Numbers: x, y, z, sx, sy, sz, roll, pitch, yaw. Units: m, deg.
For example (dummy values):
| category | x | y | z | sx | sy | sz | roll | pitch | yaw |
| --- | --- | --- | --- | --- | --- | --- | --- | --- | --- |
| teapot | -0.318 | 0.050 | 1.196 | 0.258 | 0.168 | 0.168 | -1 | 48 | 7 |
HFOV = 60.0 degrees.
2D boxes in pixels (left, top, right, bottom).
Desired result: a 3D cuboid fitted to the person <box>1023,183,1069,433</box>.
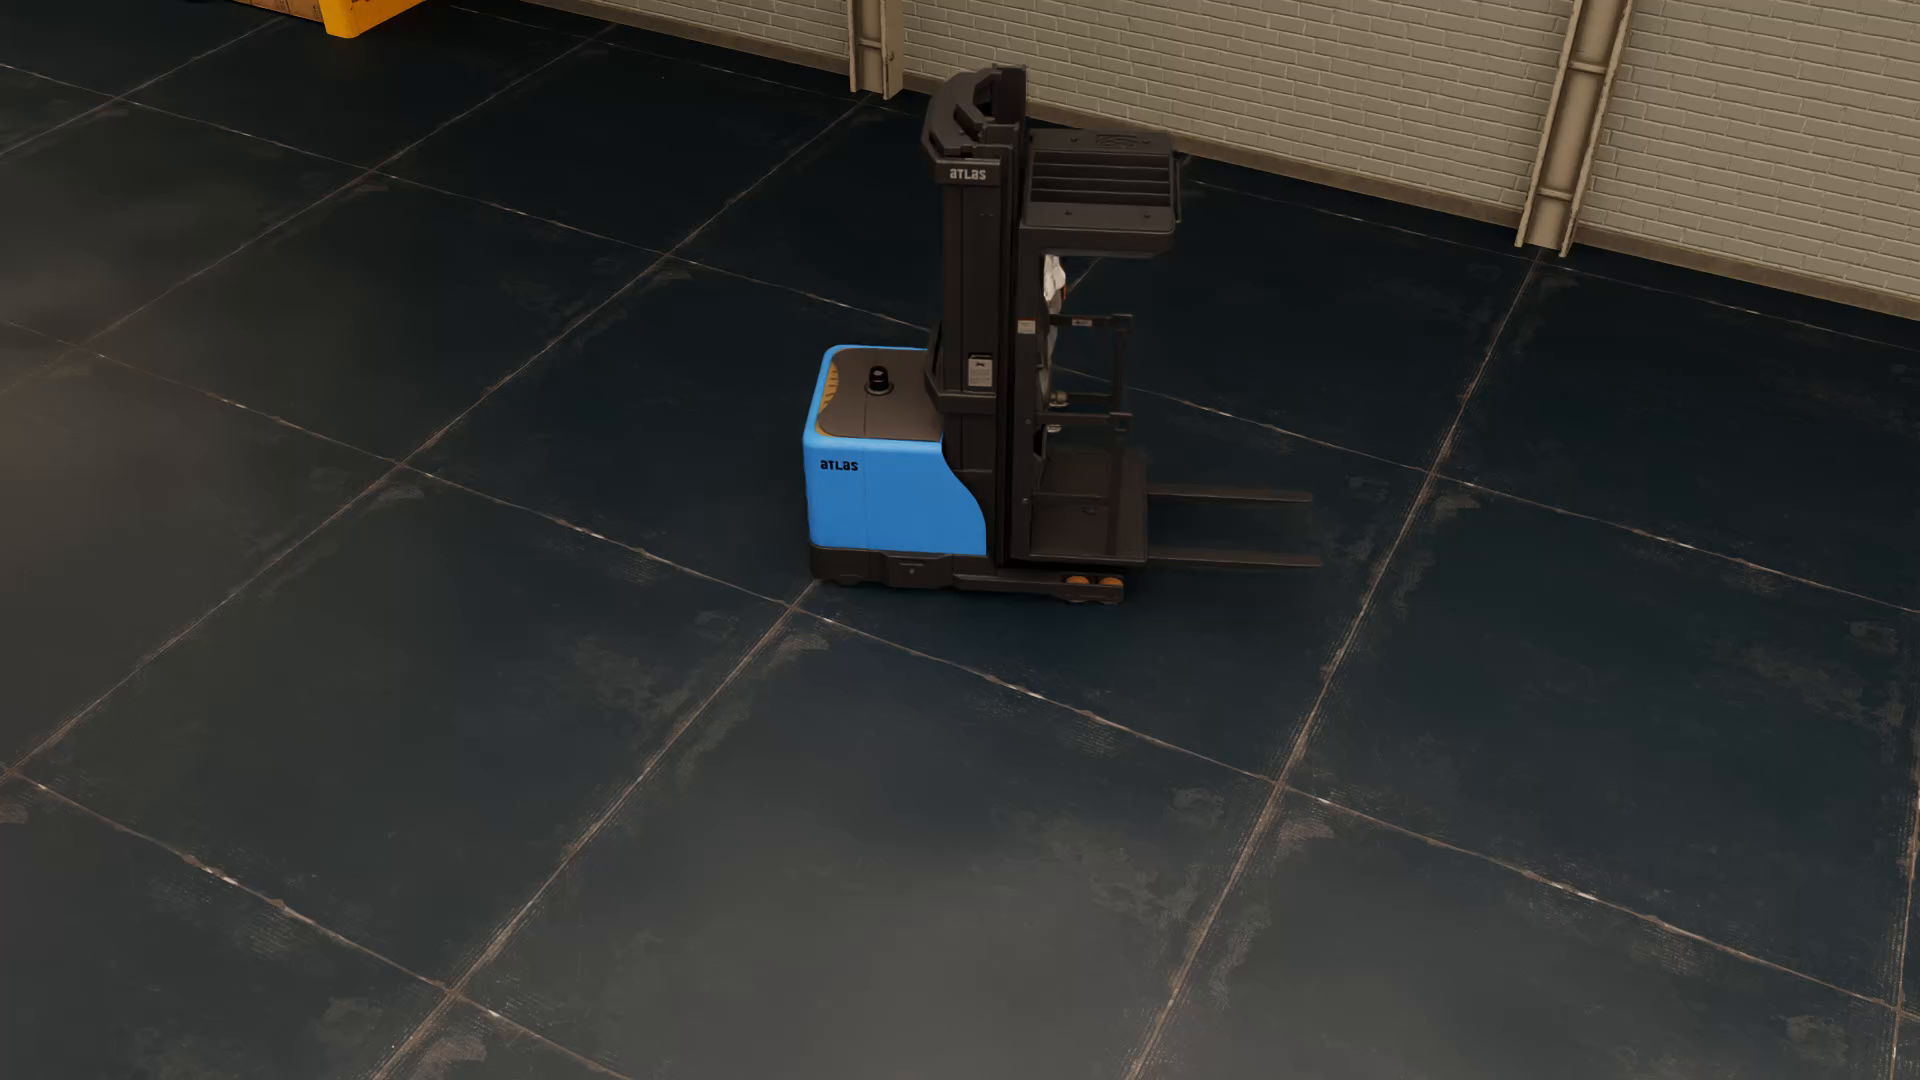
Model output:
| category | x | y | z | sx | sy | sz | roll | pitch | yaw |
| --- | --- | --- | --- | --- | --- | --- | --- | --- | --- |
| person | 0.565 | -1.574 | 10.811 | 0.508 | 1.697 | 0.566 | 21 | 44 | 23 |

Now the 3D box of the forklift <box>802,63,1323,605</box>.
| category | x | y | z | sx | sy | sz | roll | pitch | yaw |
| --- | --- | --- | --- | --- | --- | --- | --- | --- | --- |
| forklift | 0.644 | -1.096 | 9.288 | 3.031 | 2.935 | 1.130 | 3 | 40 | 4 |
